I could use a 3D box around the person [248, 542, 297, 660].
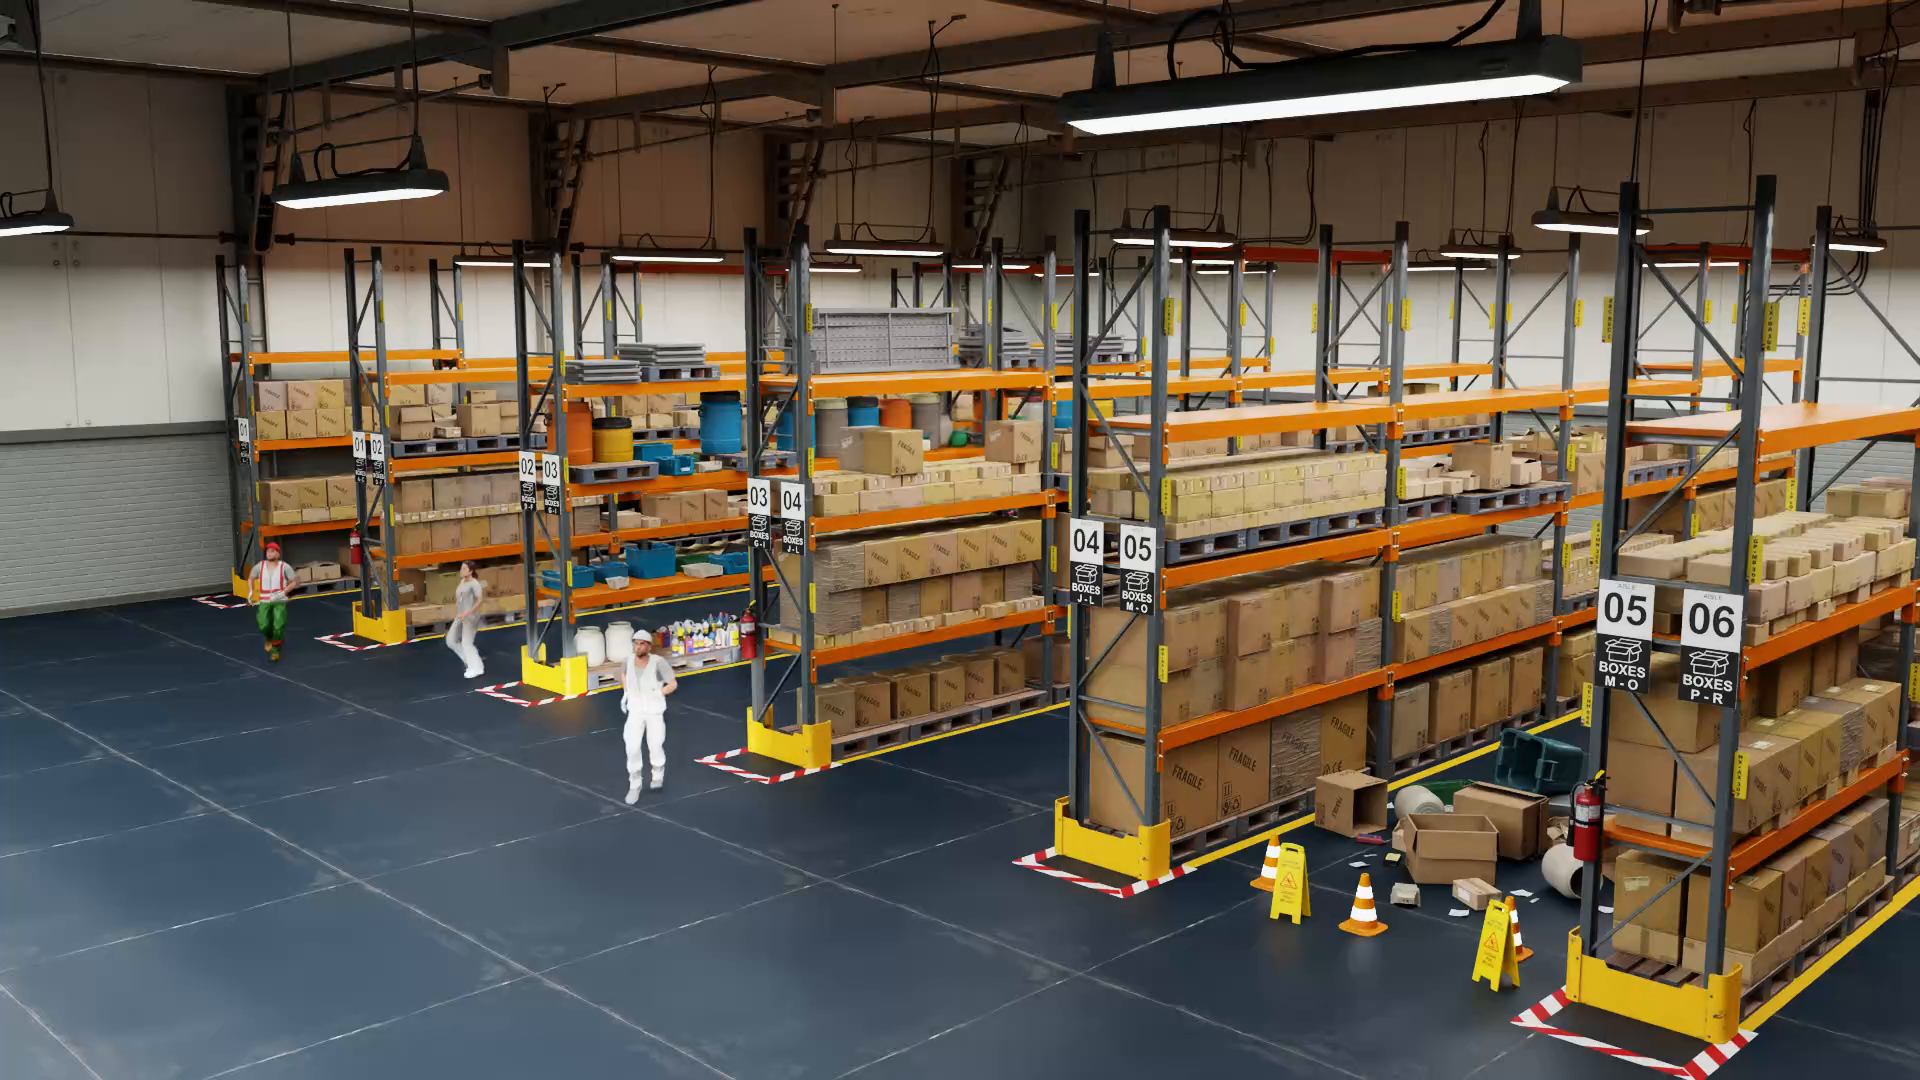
[{"bbox_3d":[-9.999,0.894,24.174,0.680,1.711,0.550,-2,8,-15],"label":"person"}]

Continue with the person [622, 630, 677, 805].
[{"bbox_3d":[-3.262,1.833,17.388,0.643,1.830,0.775,0,8,3],"label":"person"}]

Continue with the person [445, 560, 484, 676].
[{"bbox_3d":[-6.875,1.094,23.093,0.612,1.638,0.494,8,11,43],"label":"person"}]
